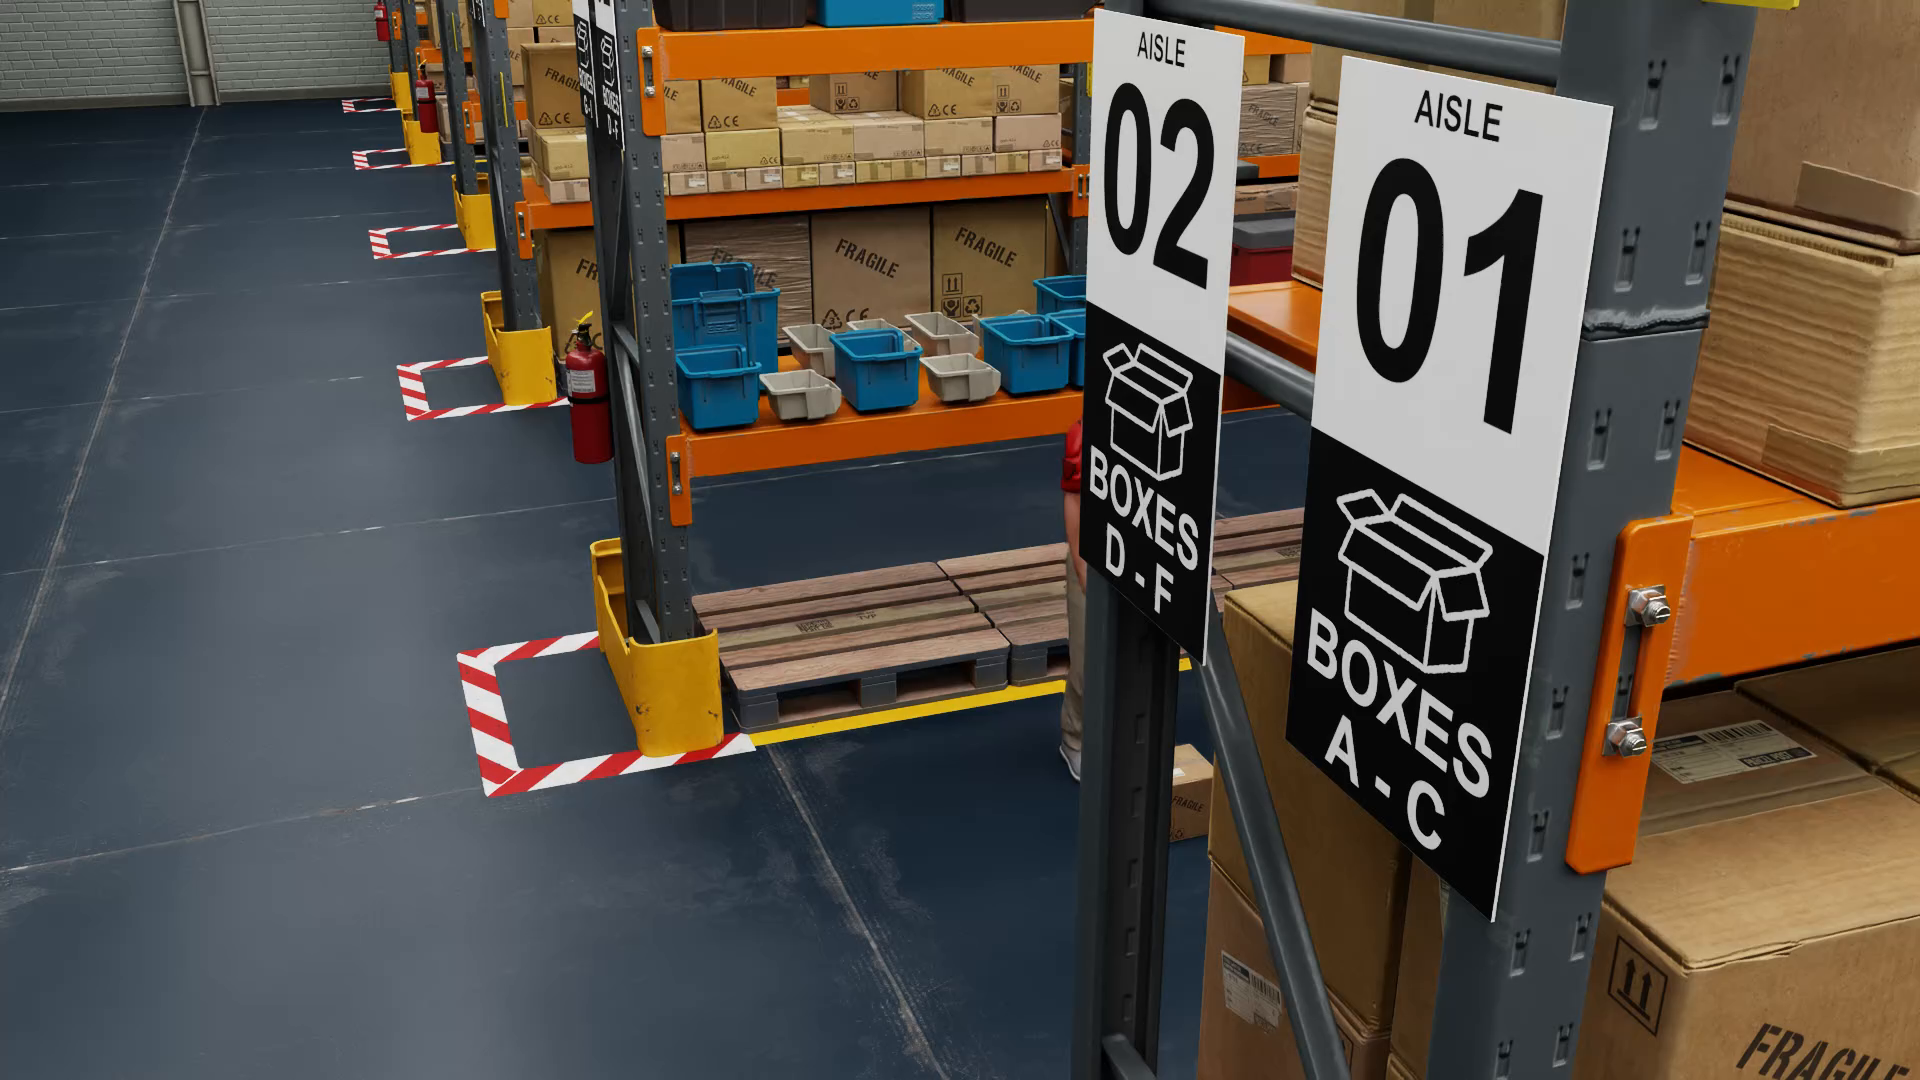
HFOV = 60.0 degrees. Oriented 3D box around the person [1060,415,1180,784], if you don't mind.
[{"bbox_3d":[0.648,0.110,6.402,0.547,1.700,0.389,-8,24,-18],"label":"person"}]
